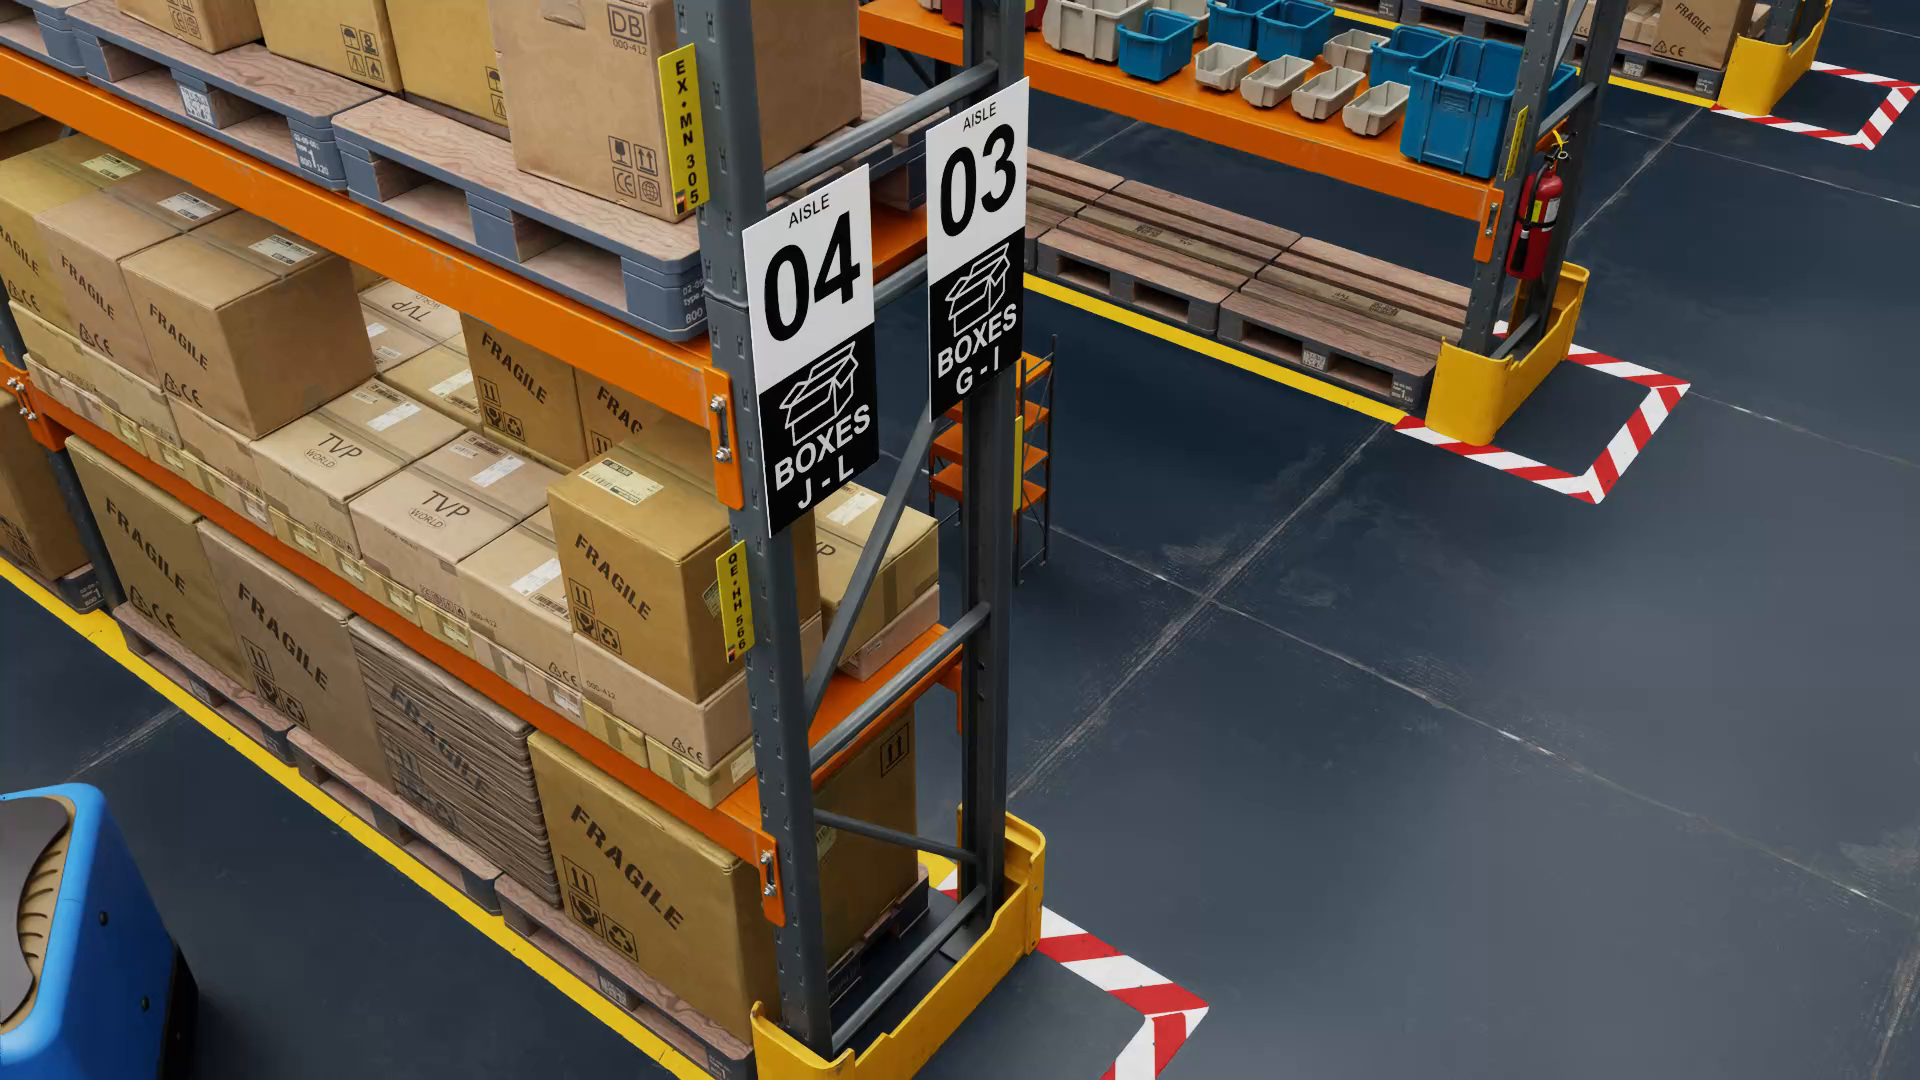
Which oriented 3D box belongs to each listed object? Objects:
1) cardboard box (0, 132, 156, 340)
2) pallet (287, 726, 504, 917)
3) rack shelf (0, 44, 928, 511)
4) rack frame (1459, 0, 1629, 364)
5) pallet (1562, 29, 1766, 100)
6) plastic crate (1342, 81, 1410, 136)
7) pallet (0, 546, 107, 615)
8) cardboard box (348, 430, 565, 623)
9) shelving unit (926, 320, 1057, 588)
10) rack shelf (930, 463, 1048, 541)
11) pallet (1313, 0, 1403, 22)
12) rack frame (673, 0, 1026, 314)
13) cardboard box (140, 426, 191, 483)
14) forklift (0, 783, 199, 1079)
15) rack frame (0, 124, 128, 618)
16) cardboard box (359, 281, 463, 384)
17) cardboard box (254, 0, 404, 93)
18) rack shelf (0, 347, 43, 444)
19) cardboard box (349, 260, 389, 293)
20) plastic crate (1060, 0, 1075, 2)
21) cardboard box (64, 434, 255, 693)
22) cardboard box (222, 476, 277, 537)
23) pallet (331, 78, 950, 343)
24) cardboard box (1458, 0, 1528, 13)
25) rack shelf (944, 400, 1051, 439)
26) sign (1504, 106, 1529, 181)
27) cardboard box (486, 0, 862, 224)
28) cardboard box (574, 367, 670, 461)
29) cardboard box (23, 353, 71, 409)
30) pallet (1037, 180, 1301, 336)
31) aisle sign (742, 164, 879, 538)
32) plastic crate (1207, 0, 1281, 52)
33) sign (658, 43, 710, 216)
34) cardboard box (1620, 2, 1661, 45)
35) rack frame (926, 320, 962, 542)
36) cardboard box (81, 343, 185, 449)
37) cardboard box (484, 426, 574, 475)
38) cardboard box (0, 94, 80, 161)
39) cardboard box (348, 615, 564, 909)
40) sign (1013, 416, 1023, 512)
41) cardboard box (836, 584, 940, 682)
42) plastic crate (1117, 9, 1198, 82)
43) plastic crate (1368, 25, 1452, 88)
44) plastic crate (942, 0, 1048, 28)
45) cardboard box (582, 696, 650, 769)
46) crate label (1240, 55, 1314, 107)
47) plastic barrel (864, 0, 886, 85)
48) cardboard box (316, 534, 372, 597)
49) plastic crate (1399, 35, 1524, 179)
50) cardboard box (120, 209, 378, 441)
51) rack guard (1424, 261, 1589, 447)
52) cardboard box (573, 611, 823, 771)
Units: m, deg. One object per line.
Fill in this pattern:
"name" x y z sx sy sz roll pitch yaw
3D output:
"cardboard box" -3.147 -1.109 6.005 0.500 0.500 0.500 25 45 29
"pallet" -1.842 0.818 6.534 1.213 0.211 1.003 25 45 29
"rack shelf" -1.784 -1.209 5.011 4.000 0.370 1.077 25 45 29
"rack frame" 2.814 -1.987 7.855 0.127 3.000 1.000 25 45 29
"pallet" 5.132 -3.640 12.228 1.213 0.211 1.003 25 45 29
"plastic crate" 2.056 -2.124 8.194 0.243 0.136 0.396 25 45 29
"pallet" -4.031 -0.214 7.852 1.213 0.211 1.003 25 45 29
"cardboard box" -1.548 -0.052 5.264 0.500 0.250 0.500 24 44 27
"shelving unit" 0.131 -0.410 7.301 0.503 1.200 0.258 25 45 29
"rack shelf" 0.131 -0.201 7.465 0.480 0.148 0.258 25 45 29
"pallet" 3.194 -4.553 13.395 1.213 0.211 1.003 25 45 29
"rack frame" -0.195 -1.924 2.908 0.127 3.000 1.000 25 45 29
"cardboard box" -2.711 -0.393 6.022 0.250 0.149 0.380 24 44 27
"forklift" -3.952 0.933 4.180 3.031 2.935 1.130 -9 39 -11
"rack frame" -3.372 -1.060 6.671 0.127 3.000 1.000 25 45 29
"cardboard box" -2.044 -0.697 6.088 0.500 0.250 0.500 26 45 29
"cardboard box" -1.454 -1.595 4.418 0.500 0.500 0.700 22 43 26
"rack shelf" -4.961 -1.526 7.849 4.000 0.370 1.077 25 45 29
"cardboard box" -2.449 -1.182 6.099 0.500 0.500 0.500 26 45 29
"plastic crate" 0.689 -3.113 9.467 0.590 0.125 0.437 25 45 29
"cardboard box" -2.897 -0.102 6.830 0.875 0.875 0.875 25 45 29
"cardboard box" -2.309 -0.202 5.779 0.250 0.149 0.380 26 45 29
"pallet" -0.791 -0.981 4.208 1.213 0.211 1.003 25 45 29
"cardboard box" 4.145 -4.398 12.603 0.637 0.503 0.797 25 45 29
"rack shelf" 0.131 -0.534 7.205 0.480 0.148 0.258 25 45 29
"sign" 2.493 -1.776 7.453 0.005 0.325 0.100 25 45 29
"cardboard box" -0.641 -1.155 3.857 0.500 0.500 0.700 23 43 26
"cardboard box" -0.809 -0.414 5.118 0.500 0.500 0.500 24 44 28
"cardboard box" -3.339 -0.687 6.398 0.250 0.149 0.380 25 45 29
"pallet" 1.218 -1.674 9.717 1.213 0.211 1.003 25 45 29
"aisle sign" -0.320 -0.412 3.734 0.004 0.787 0.394 25 45 29
"plastic crate" 1.534 -2.804 8.985 0.300 0.233 0.416 25 45 29
"sign" -0.536 -0.800 3.251 0.005 0.325 0.100 25 45 29
"cardboard box" 4.978 -3.748 12.045 0.250 0.166 0.380 25 45 29
"rack frame" -0.062 -0.502 7.418 0.015 1.200 0.240 25 45 29
"cardboard box" -2.766 -0.625 5.995 0.500 0.250 0.500 25 44 28
"cardboard box" -1.226 -0.313 5.597 0.500 0.250 0.500 24 44 27
"cardboard box" -3.884 -1.729 6.631 0.637 0.503 0.797 24 44 27
"cardboard box" -1.475 0.568 5.974 0.875 0.875 0.875 25 45 29
"sign" 0.147 -0.203 4.810 0.005 0.325 0.100 25 45 29
"cardboard box" -0.276 0.243 5.211 0.250 0.149 0.380 26 45 29
"plastic crate" 1.027 -2.588 8.710 0.300 0.233 0.416 25 45 29
"plastic crate" 2.295 -2.445 8.527 0.300 0.233 0.416 25 45 29
"plastic crate" 0.194 -3.077 9.146 0.583 0.464 0.402 25 45 29
"cardboard box" -0.885 0.468 4.922 0.250 0.149 0.380 26 45 29
"crate label" 1.599 -2.332 8.460 0.243 0.136 0.396 25 45 29
"plastic barrel" -0.785 -3.036 10.557 0.708 0.901 0.600 25 45 29
"cardboard box" -1.892 -0.008 5.530 0.250 0.149 0.380 26 45 29
"plastic crate" 2.435 -2.059 7.869 0.499 0.435 0.616 25 45 29
"cardboard box" -2.344 -0.728 5.519 0.500 0.500 0.500 24 44 27
"rack guard" 2.841 -1.000 8.622 0.348 0.500 1.175 25 45 29
"cardboard box" -0.741 0.329 4.778 0.500 0.250 0.500 25 44 28
